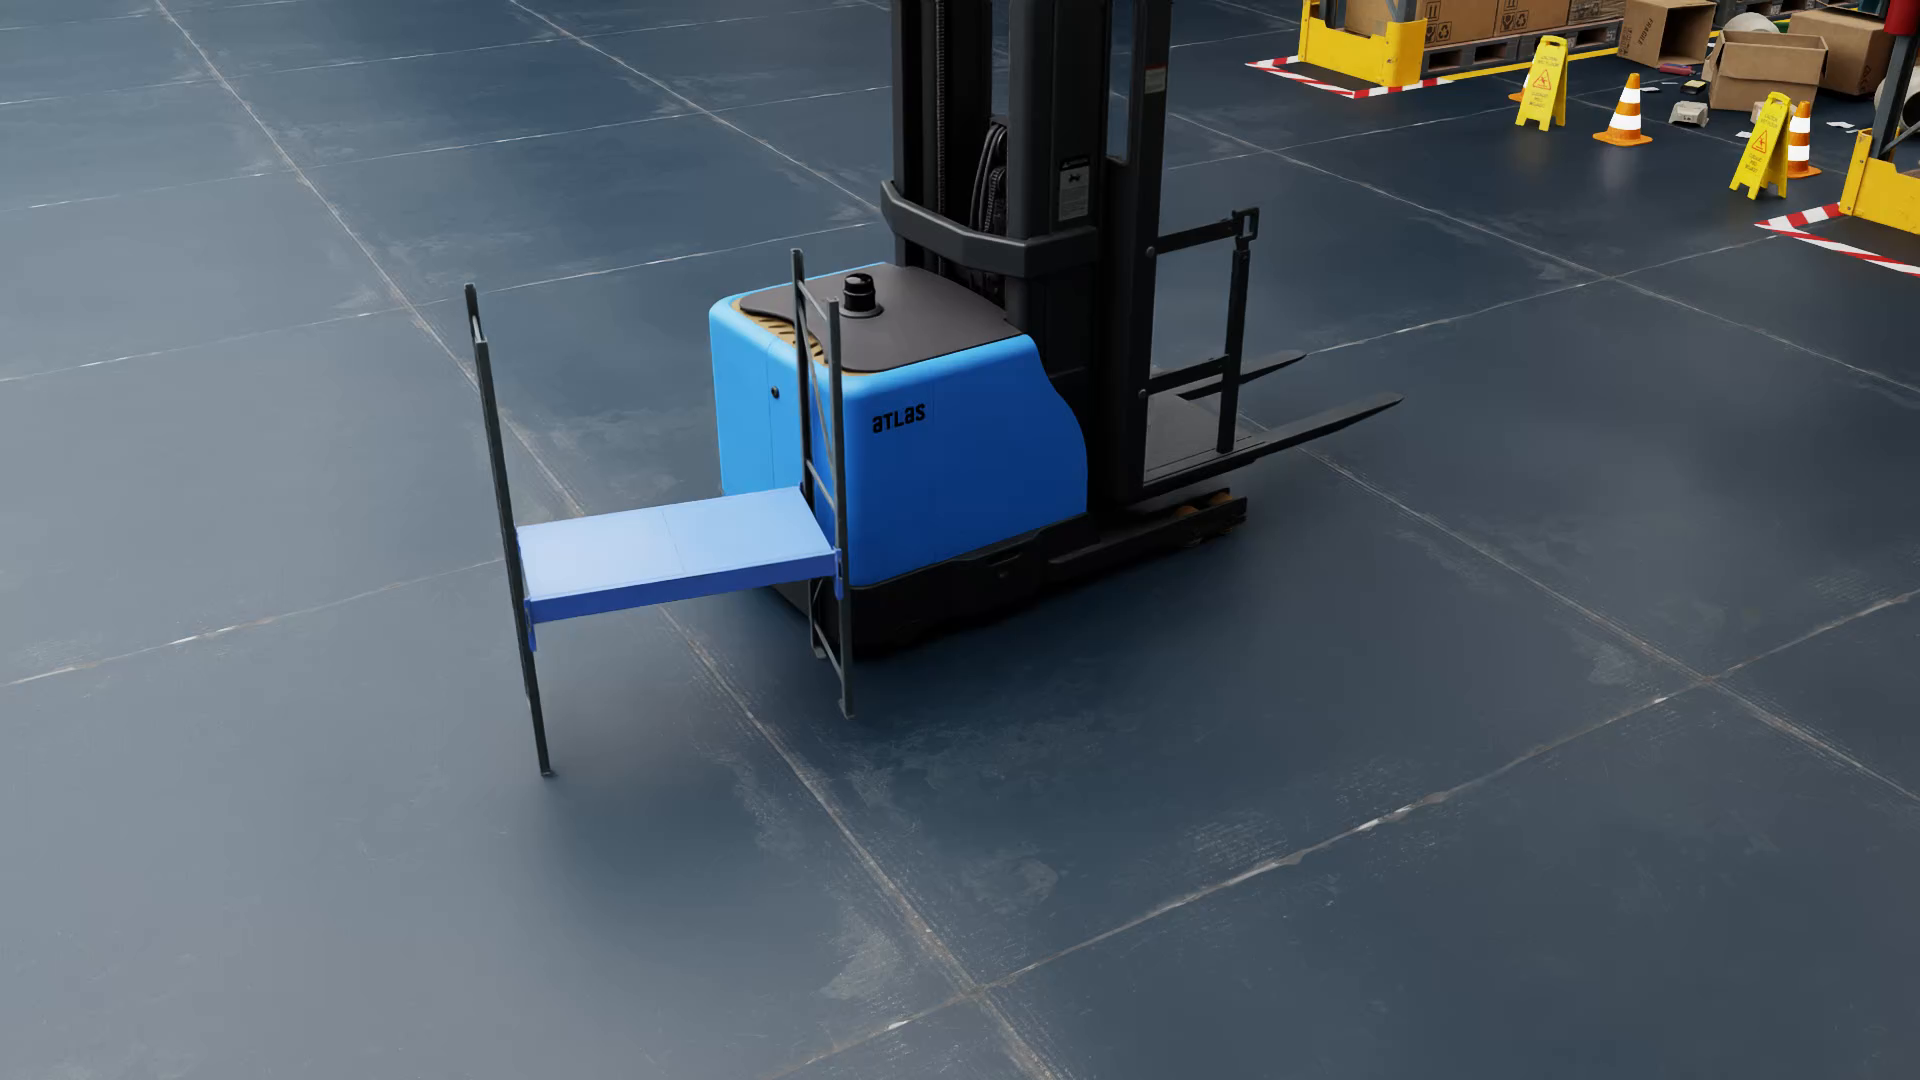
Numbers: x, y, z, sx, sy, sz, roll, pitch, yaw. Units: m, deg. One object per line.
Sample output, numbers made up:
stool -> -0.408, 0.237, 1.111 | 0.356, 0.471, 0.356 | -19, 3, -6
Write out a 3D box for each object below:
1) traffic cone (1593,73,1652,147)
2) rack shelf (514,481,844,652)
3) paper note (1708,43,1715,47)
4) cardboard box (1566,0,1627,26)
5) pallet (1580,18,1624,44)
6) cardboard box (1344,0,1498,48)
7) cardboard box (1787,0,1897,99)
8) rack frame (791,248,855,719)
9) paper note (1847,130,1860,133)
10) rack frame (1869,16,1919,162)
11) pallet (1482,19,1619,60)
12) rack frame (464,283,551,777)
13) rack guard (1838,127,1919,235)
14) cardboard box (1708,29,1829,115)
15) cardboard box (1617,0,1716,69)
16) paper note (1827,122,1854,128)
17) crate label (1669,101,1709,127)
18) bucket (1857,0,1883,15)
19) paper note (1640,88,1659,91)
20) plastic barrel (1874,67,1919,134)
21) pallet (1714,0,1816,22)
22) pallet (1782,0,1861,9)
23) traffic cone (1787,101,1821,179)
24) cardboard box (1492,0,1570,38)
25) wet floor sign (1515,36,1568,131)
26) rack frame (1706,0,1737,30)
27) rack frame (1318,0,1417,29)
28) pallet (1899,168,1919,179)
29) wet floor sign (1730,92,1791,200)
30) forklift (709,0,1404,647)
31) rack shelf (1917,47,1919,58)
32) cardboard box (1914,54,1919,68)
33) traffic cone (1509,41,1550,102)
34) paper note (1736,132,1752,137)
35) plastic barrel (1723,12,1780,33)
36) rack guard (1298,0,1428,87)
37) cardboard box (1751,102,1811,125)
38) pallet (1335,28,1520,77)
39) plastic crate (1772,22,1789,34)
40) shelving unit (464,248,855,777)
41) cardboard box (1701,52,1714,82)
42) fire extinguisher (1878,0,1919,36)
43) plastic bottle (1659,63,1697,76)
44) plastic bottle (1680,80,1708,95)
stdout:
traffic cone -> 4.775, -3.092, 11.875 | 0.334, 0.463, 0.336 | -16, 33, -26
rack shelf -> -0.934, 0.070, 5.443 | 1.000, 0.185, 0.538 | -9, 30, -16
paper note -> 6.646, -4.356, 14.612 | 0.147, 0.020, 0.142 | 10, 30, 17
cardboard box -> 5.414, -5.104, 14.659 | 0.875, 0.875, 0.875 | -16, 33, -26
pallet -> 6.072, -4.823, 15.272 | 1.213, 0.211, 1.003 | -16, 33, -26
cardboard box -> 3.870, -4.666, 13.864 | 0.875, 0.875, 0.875 | -16, 33, -26
cardboard box -> 6.947, -3.865, 13.092 | 0.503, 0.637, 0.797 | -16, 33, -26
rack frame -> -0.451, -0.165, 5.497 | 0.032, 1.500, 0.500 | -9, 30, -16
paper note -> 6.528, -2.988, 12.155 | 0.123, 0.001, 0.032 | -16, 33, -26
rack frame -> 5.913, -3.181, 9.410 | 0.127, 3.000, 1.000 | -16, 33, -26
pallet -> 5.019, -4.523, 14.727 | 1.213, 0.211, 1.003 | -16, 33, -26
rack frame -> -1.416, -0.010, 5.216 | 0.032, 1.500, 0.500 | -9, 30, -16
rack guard -> 5.979, -2.106, 10.048 | 0.348, 0.500, 1.175 | -16, 33, -26
cardboard box -> 6.145, -3.573, 12.703 | 0.797, 0.503, 0.637 | 10, 30, 17
cardboard box -> 5.949, -4.297, 14.016 | 0.500, 0.500, 0.500 | -10, 30, -18
paper note -> 6.528, -3.082, 12.316 | 0.142, 0.019, 0.148 | -5, 29, -9
crate label -> 5.421, -3.168, 12.349 | 0.250, 0.136, 0.298 | 15, 32, 26
bucket -> 7.818, -4.436, 13.499 | 0.620, 0.611, 0.726 | 4, 28, -14
paper note -> 5.495, -3.584, 13.215 | 0.142, 0.017, 0.144 | -5, 29, -9
plastic barrel -> 6.927, -3.190, 12.092 | 0.421, 0.421, 0.512 | 5, 29, 8
pallet -> 7.394, -5.197, 15.949 | 1.213, 0.211, 1.003 | -16, 33, -26
pallet -> 8.447, -5.498, 16.494 | 1.213, 0.211, 1.003 | -16, 33, -26
traffic cone -> 5.631, -2.713, 11.188 | 0.334, 0.463, 0.336 | -16, 33, -26
cardboard box -> 4.627, -4.882, 14.256 | 0.875, 0.875, 0.875 | -16, 33, -27
wet floor sign -> 4.297, -3.356, 12.163 | 0.232, 0.644, 0.267 | -22, 36, -35
rack frame -> 6.767, -6.198, 14.876 | 0.127, 3.000, 1.000 | -16, 33, -26
rack frame -> 3.318, -5.219, 13.102 | 0.127, 3.000, 1.000 | -16, 33, -26
pallet -> 6.697, -2.163, 10.451 | 1.213, 0.211, 1.003 | -16, 33, -26
wet floor sign -> 5.207, -2.550, 10.702 | 0.232, 0.644, 0.267 | -5, 29, -9
forklift -> 0.560, -1.445, 6.334 | 3.031, 2.935, 1.130 | -19, 34, -30
rack shelf -> 7.638, -3.356, 10.471 | 4.000, 0.370, 1.077 | -16, 33, -26
cardboard box -> 7.572, -3.658, 13.104 | 0.258, 0.266, 0.396 | 10, 30, 17
traffic cone -> 4.496, -3.646, 12.878 | 0.334, 0.463, 0.336 | -16, 33, -26
paper note -> 5.720, -2.942, 12.049 | 0.148, 0.019, 0.142 | 22, 36, 34
plastic barrel -> 6.566, -4.153, 13.837 | 0.421, 0.421, 0.512 | 5, 29, 8
rack guard -> 3.298, -4.118, 13.695 | 0.348, 0.500, 1.175 | -16, 33, -26
cardboard box -> 6.019, -3.095, 12.205 | 0.250, 0.149, 0.380 | 0, 29, 0
pallet -> 3.968, -4.226, 14.189 | 1.213, 0.211, 1.003 | -16, 33, -26
plastic crate -> 7.281, -4.404, 14.476 | 0.662, 0.188, 0.450 | 0, 19, 0
shelving unit -> -0.934, -0.087, 5.356 | 1.048, 1.500, 0.538 | -9, 30, -16
cardboard box -> 6.218, -3.813, 13.384 | 0.258, 0.266, 0.396 | -10, 30, -18
fire extinguisher -> 5.581, -3.311, 9.726 | 0.183, 0.674, 0.296 | -16, 33, -26
plastic bottle -> 5.936, -3.878, 13.713 | 0.283, 0.061, 0.133 | 22, 36, 34
plastic bottle -> 5.843, -3.606, 13.220 | 0.133, 0.061, 0.283 | 22, 36, 34
